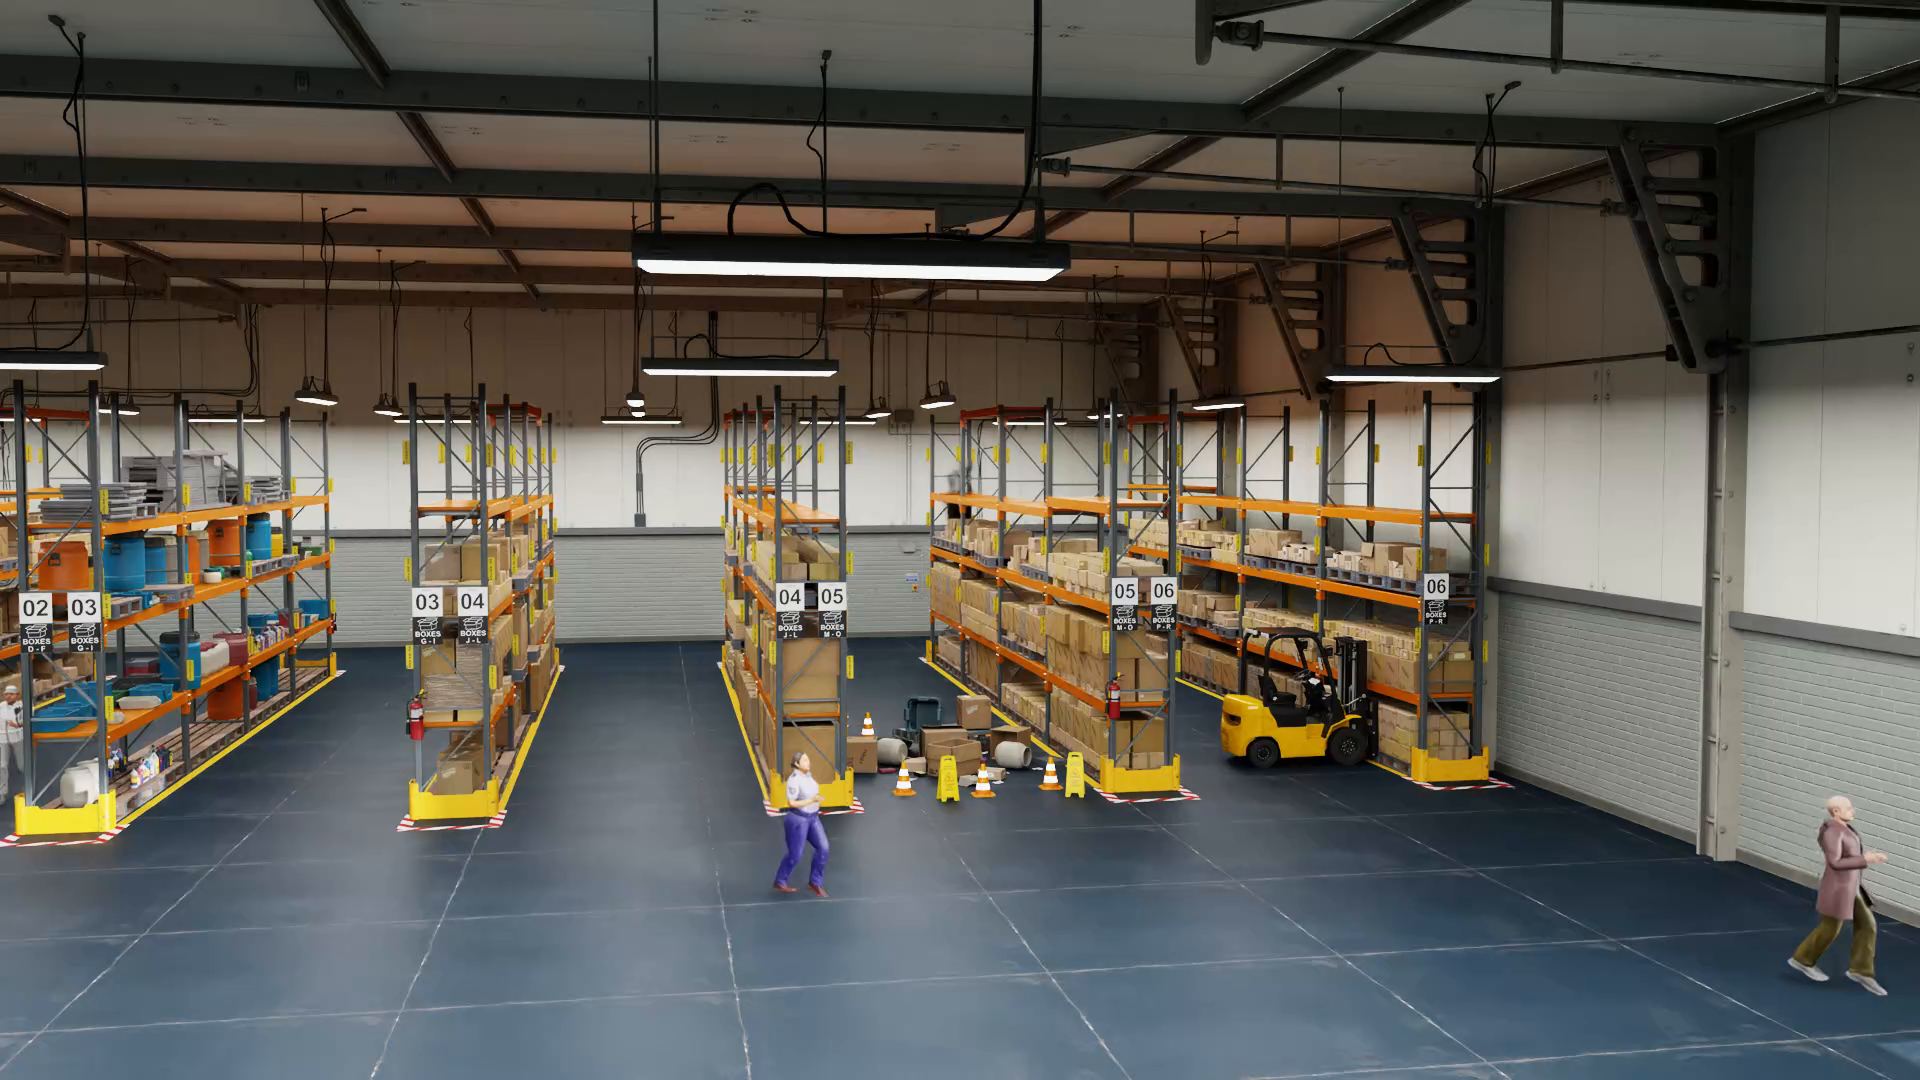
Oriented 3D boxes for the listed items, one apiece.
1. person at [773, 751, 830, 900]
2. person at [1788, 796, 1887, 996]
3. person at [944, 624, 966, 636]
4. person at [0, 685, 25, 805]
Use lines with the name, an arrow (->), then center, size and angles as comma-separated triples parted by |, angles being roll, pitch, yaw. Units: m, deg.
person -> -1.782, 3.231, 18.792 | 0.708, 1.704, 0.585 | 2, 3, 29
person -> 8.241, 3.308, 15.595 | 0.685, 1.831, 0.831 | -3, 4, -44
person -> -0.083, 2.009, 41.922 | 0.686, 1.786, 0.717 | 2, 3, 29
person -> -13.731, 2.934, 24.103 | 0.605, 1.644, 0.943 | -1, 3, -14
